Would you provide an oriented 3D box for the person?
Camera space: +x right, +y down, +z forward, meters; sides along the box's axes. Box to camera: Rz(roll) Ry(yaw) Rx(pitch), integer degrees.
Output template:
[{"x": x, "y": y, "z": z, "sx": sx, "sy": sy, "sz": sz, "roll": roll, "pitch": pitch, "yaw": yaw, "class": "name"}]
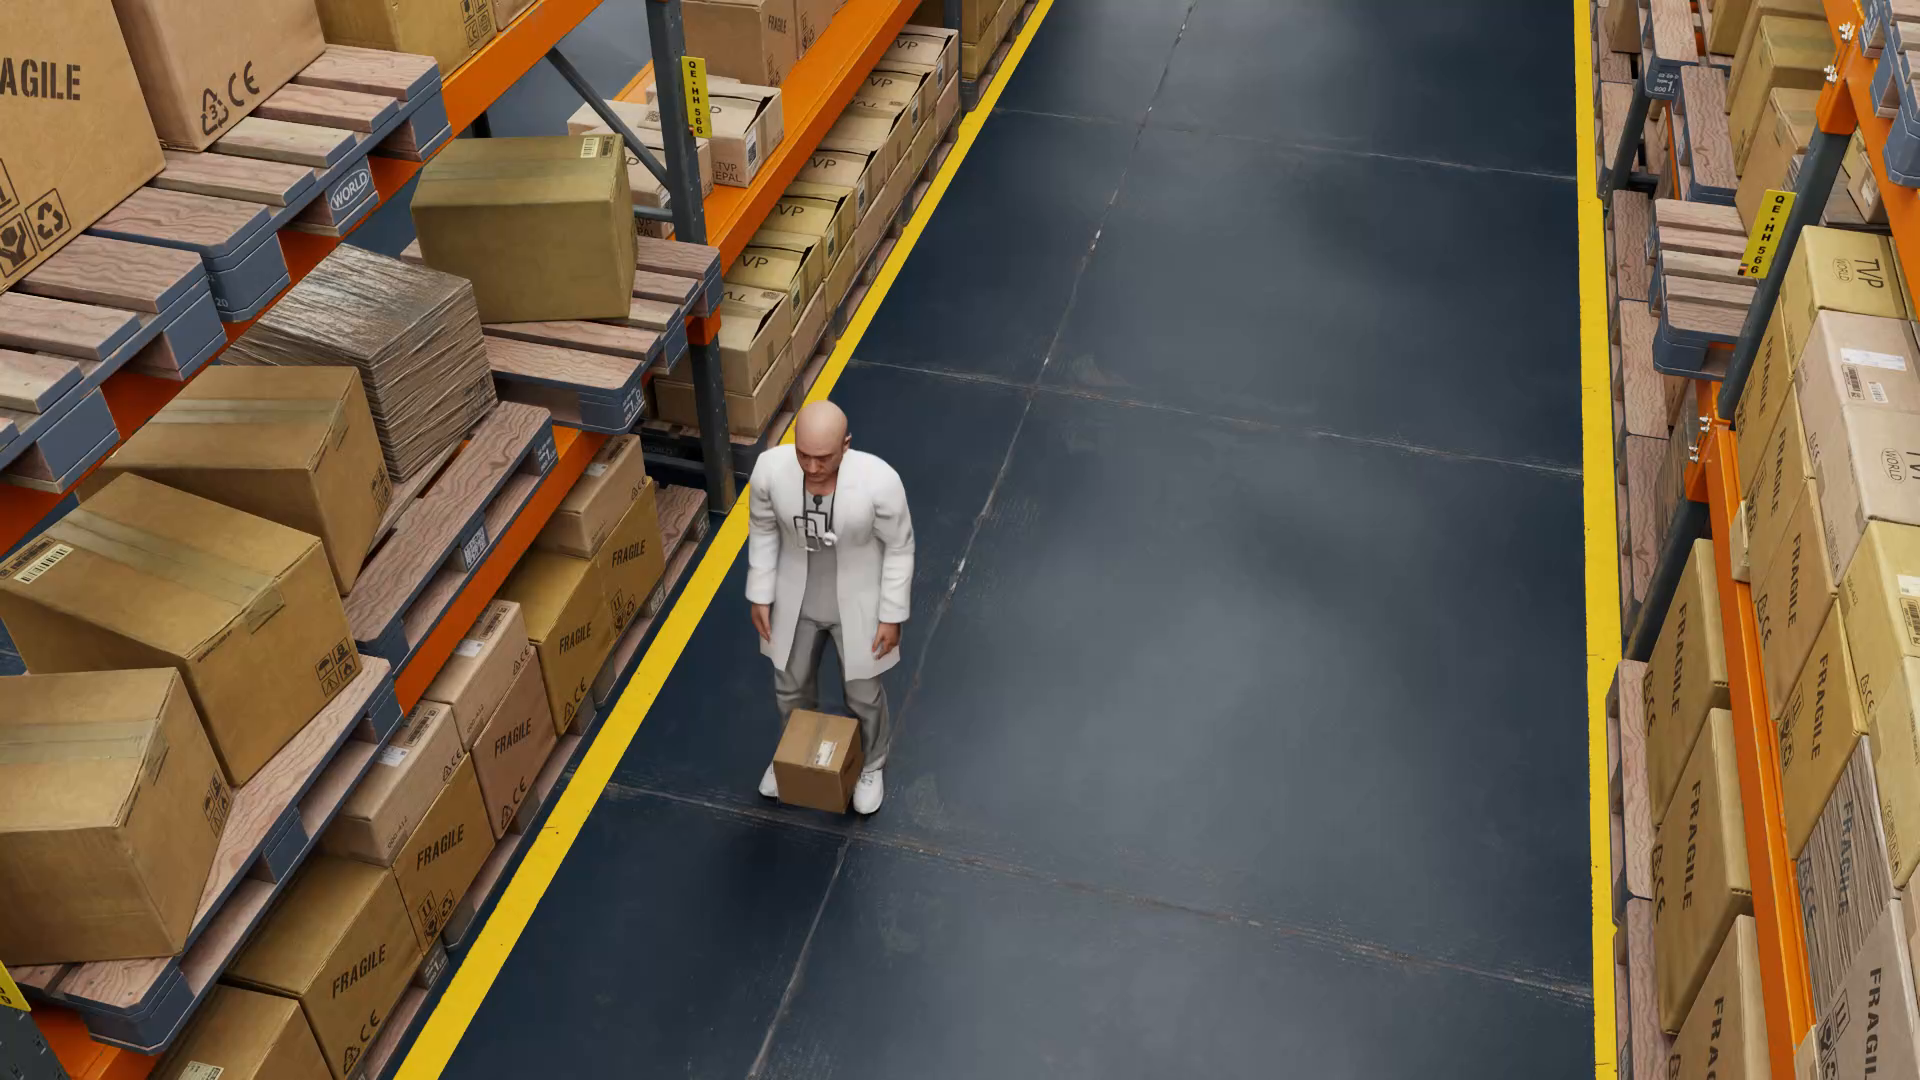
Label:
[{"x": -0.460, "y": 0.229, "z": 5.900, "sx": 0.601, "sy": 1.776, "sz": 0.425, "roll": 9, "pitch": 41, "yaw": 10, "class": "person"}]
